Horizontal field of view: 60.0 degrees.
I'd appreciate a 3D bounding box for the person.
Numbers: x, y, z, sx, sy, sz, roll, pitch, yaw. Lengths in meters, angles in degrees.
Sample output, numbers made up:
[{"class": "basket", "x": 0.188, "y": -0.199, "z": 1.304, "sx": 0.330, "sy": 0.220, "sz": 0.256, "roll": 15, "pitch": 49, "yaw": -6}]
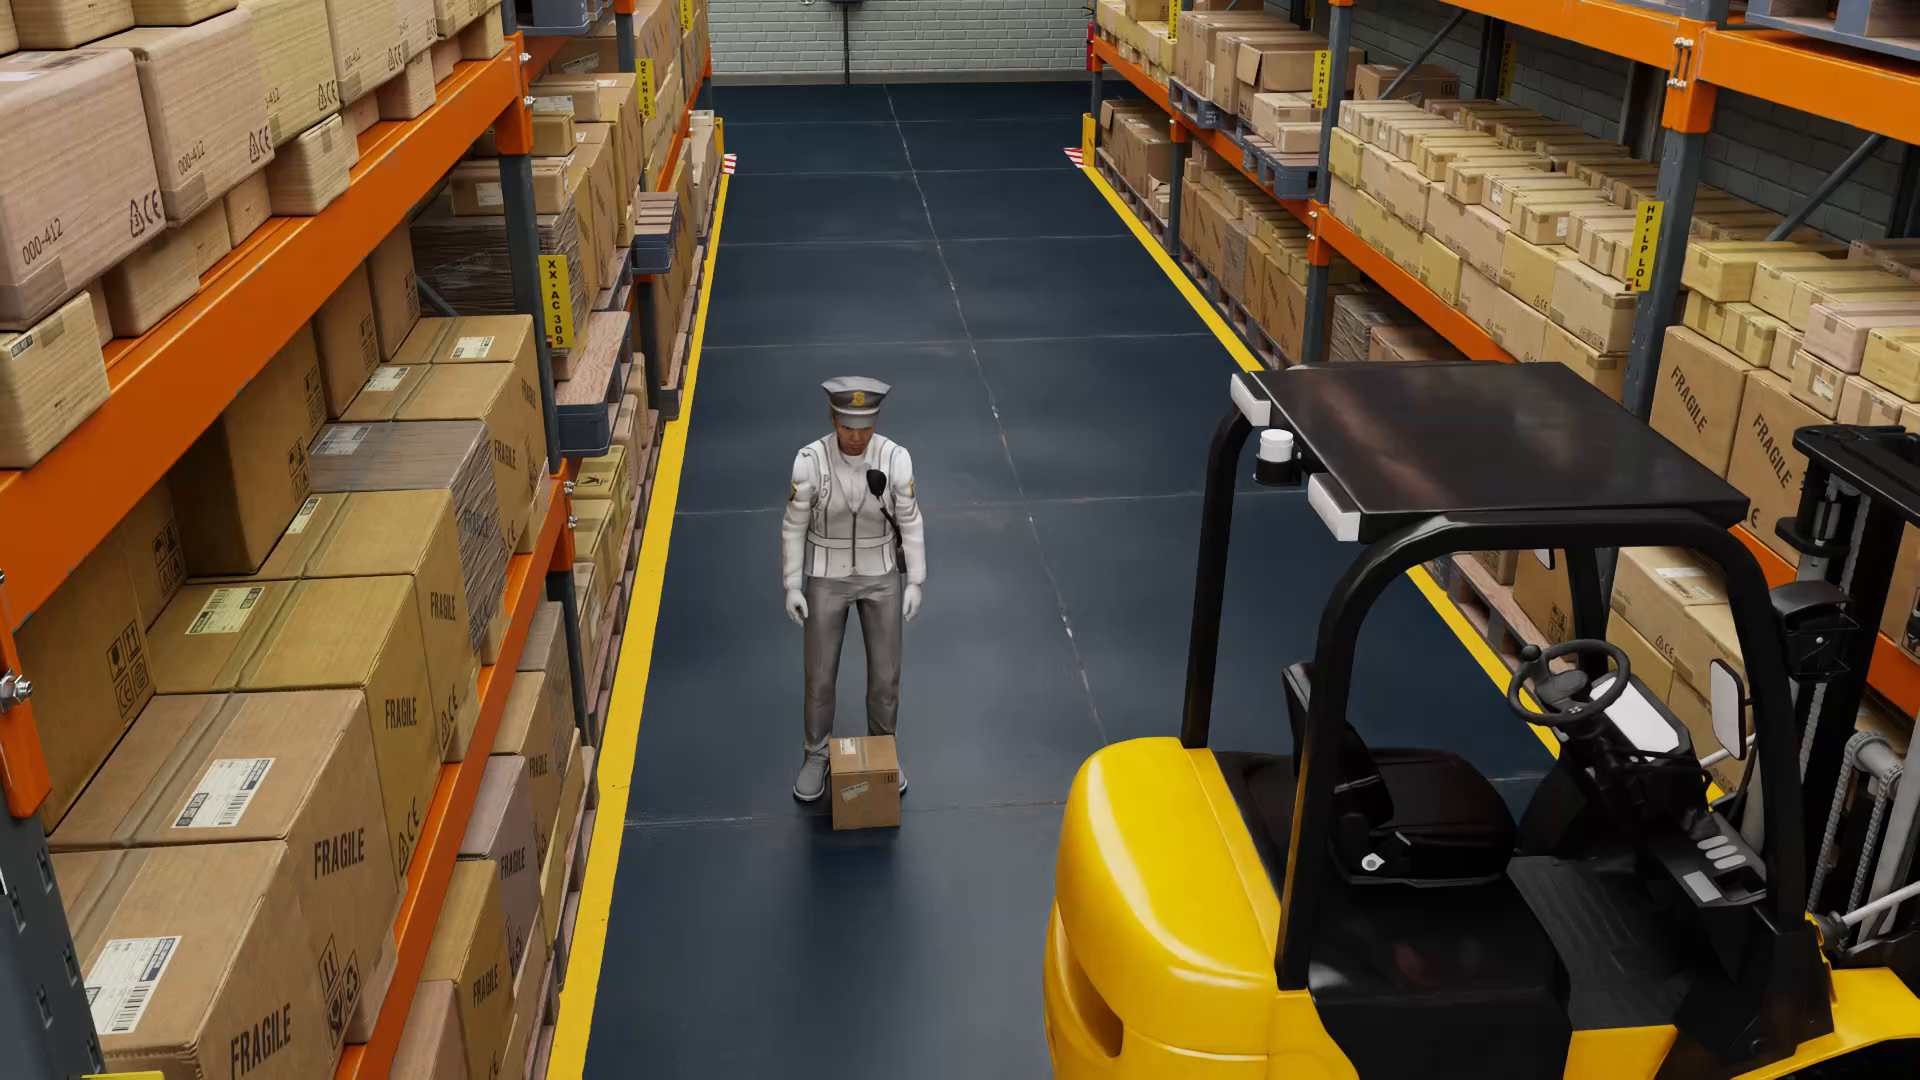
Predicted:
[{"class": "person", "x": -0.392, "y": 0.174, "z": 6.204, "sx": 0.535, "sy": 1.663, "sz": 0.378, "roll": -3, "pitch": 24, "yaw": -6}]
